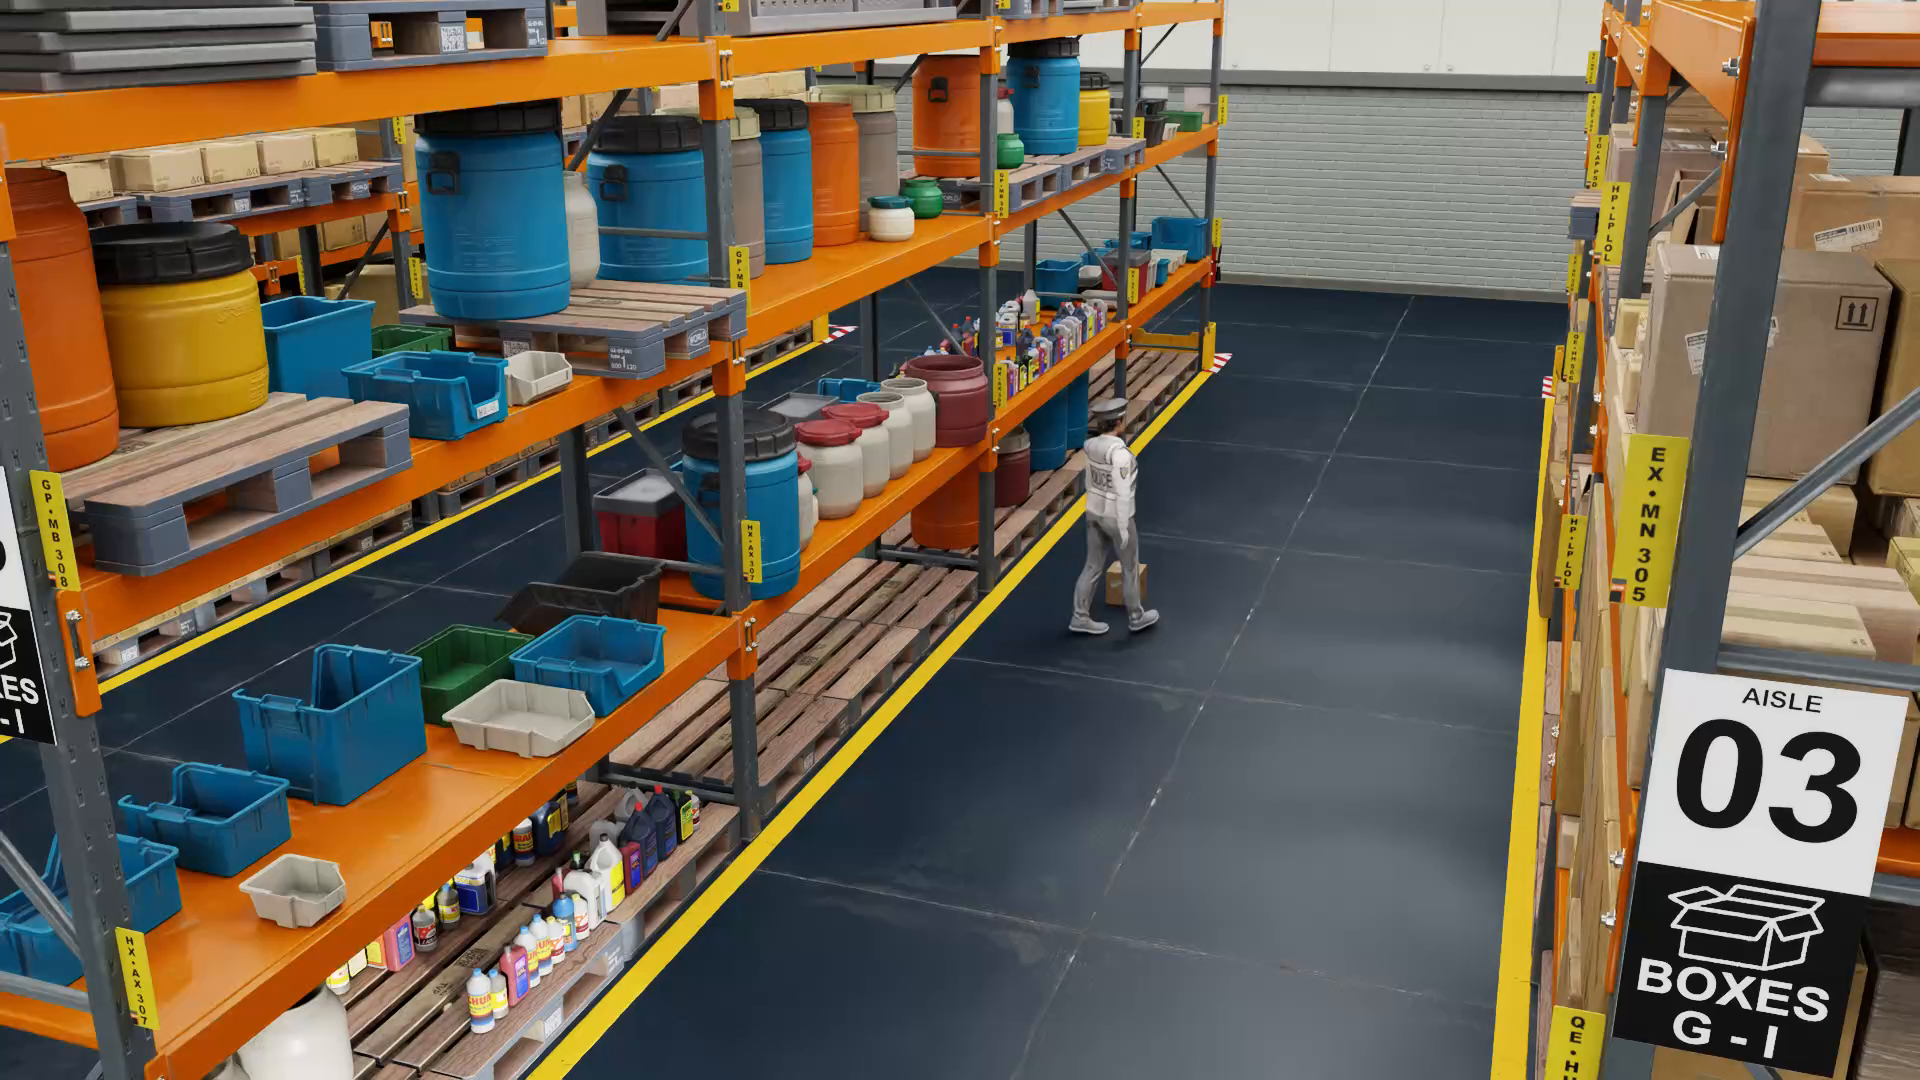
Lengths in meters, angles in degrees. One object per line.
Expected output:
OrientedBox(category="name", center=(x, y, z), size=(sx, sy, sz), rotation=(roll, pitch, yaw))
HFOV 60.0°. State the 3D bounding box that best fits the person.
OrientedBox(category="person", center=(1.084, -0.163, 11.519), size=(0.671, 1.655, 0.499), rotation=(-12, 22, -31))
